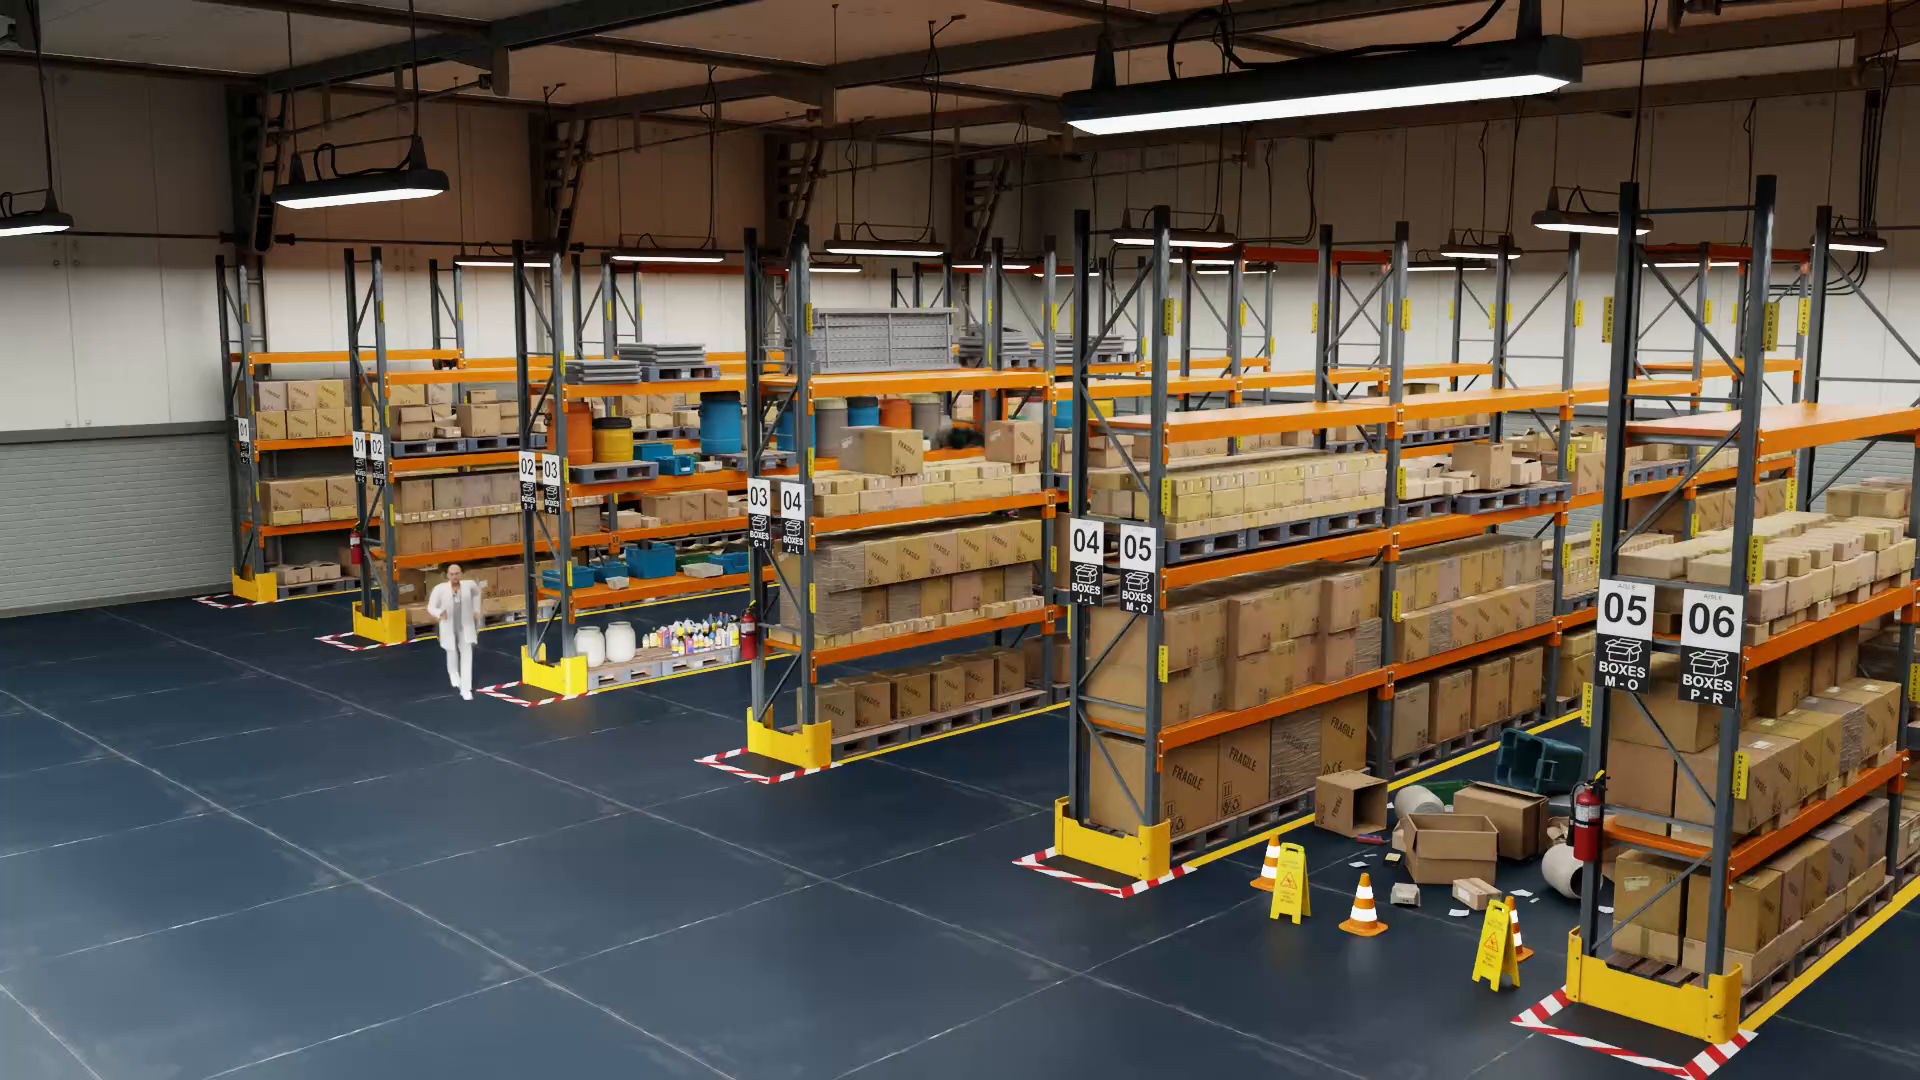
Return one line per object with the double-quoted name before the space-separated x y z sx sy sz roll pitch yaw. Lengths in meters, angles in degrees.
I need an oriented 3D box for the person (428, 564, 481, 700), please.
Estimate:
"person" -6.656 1.164 21.955 0.680 1.741 1.132 -3 9 -18
